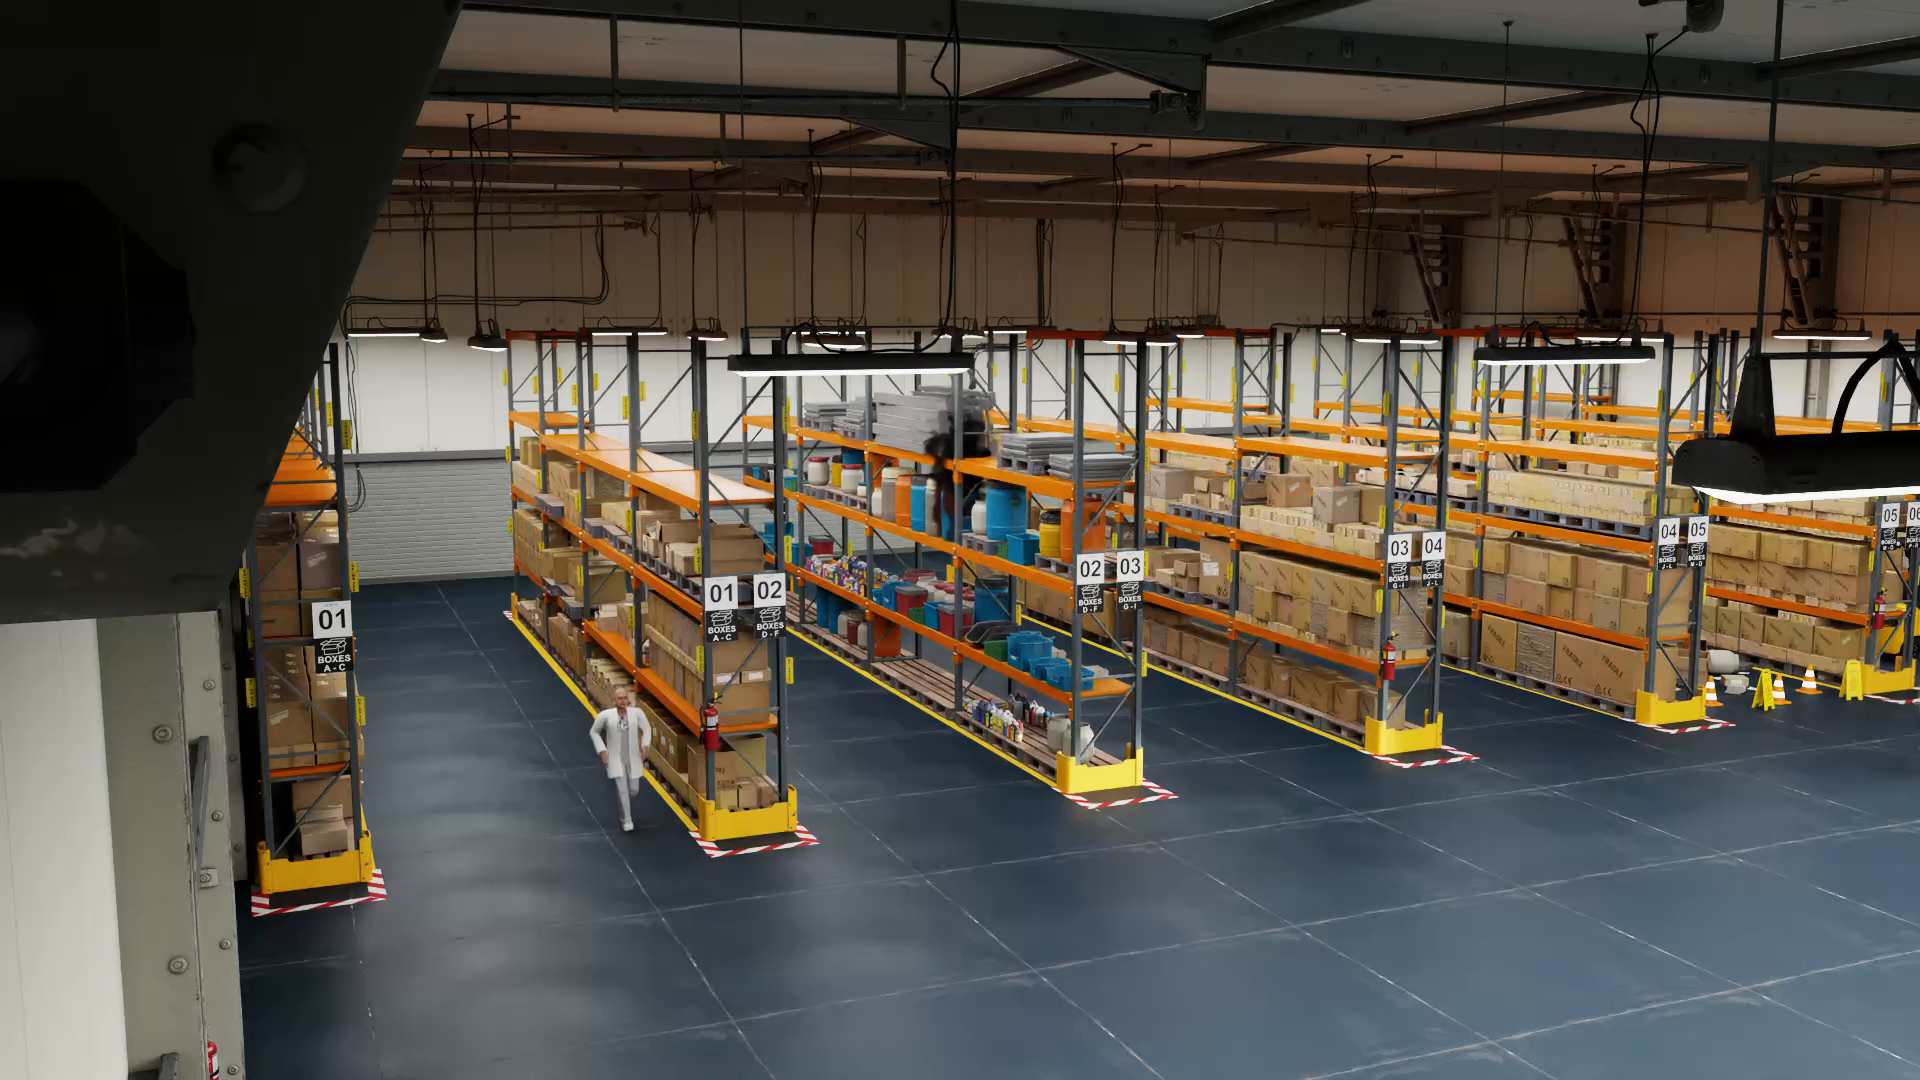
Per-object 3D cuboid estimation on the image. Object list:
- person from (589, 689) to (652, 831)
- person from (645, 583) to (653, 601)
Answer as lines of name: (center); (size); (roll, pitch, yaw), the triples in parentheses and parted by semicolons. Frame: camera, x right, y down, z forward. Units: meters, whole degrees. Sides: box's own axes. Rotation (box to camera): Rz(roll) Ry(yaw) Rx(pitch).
person: (-4.182, 2.678, 20.564); (0.749, 1.735, 0.834); (-3, 8, -24)
person: (-6.367, 0.890, 34.116); (0.580, 1.696, 0.703); (-5, 9, -35)
